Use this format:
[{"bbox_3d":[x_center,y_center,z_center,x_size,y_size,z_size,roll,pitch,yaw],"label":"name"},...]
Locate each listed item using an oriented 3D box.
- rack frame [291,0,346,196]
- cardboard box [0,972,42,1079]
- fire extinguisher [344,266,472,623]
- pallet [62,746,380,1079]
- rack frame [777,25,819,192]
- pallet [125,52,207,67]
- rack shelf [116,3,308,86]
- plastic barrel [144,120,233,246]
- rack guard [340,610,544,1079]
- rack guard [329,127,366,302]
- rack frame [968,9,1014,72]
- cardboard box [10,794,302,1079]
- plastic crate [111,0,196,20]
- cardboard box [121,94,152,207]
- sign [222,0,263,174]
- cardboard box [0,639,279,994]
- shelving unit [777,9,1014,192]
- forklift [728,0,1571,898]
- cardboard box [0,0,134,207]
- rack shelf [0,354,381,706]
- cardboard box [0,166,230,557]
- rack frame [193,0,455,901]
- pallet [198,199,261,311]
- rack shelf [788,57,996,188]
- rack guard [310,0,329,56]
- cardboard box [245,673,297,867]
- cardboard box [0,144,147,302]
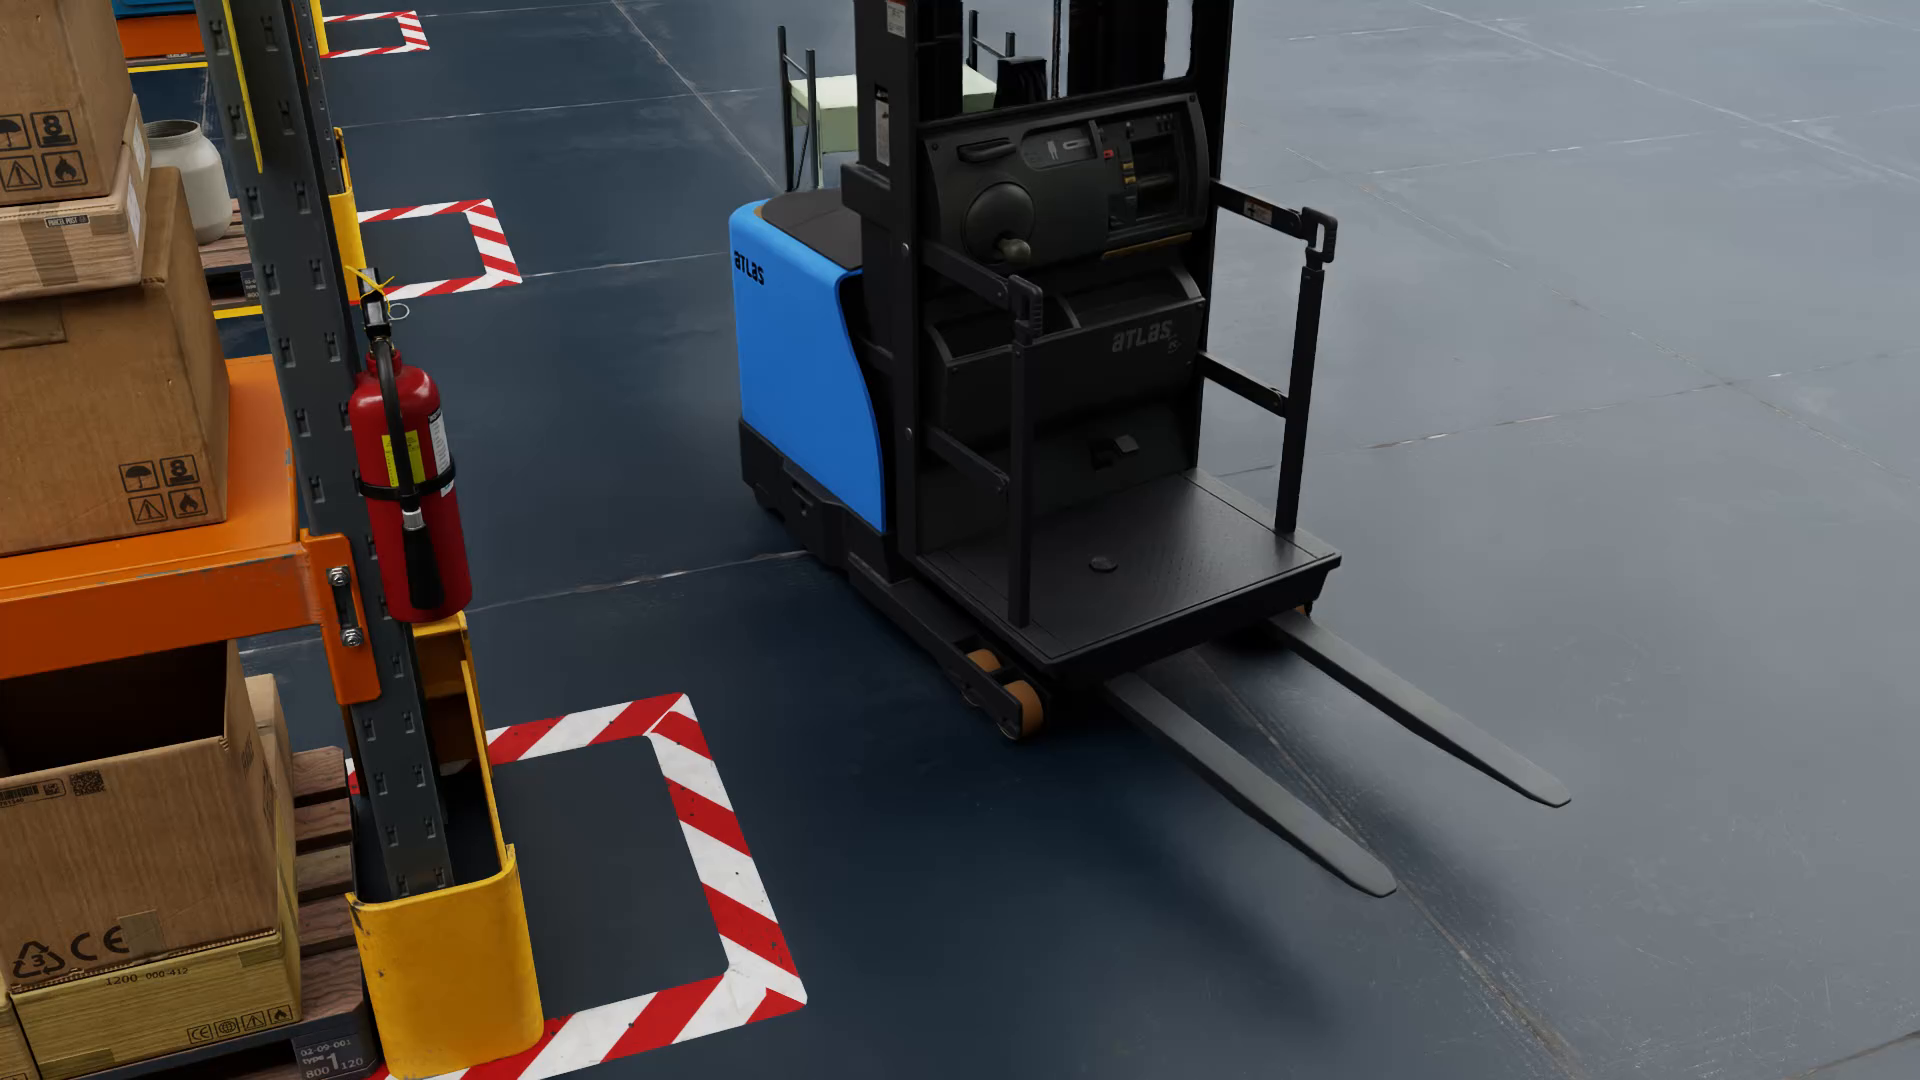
[{"bbox_3d":[-3.040,-2.698,7.456,0.127,3.000,1.000,-10,31,-18],"label":"rack frame"},{"bbox_3d":[-2.180,0.934,3.433,0.500,0.250,0.500,-10,31,-18],"label":"cardboard box"},{"bbox_3d":[-1.043,-0.171,3.098,0.183,0.674,0.296,-10,31,-18],"label":"fire extinguisher"},{"bbox_3d":[-2.018,0.963,3.846,1.213,0.211,1.003,-10,31,-18],"label":"pallet"},{"bbox_3d":[-0.574,-1.099,6.165,0.023,1.500,0.400,-11,31,-18],"label":"rack frame"},{"bbox_3d":[-5.612,-3.648,11.939,1.213,0.211,1.003,-10,31,-18],"label":"pallet"},{"bbox_3d":[-4.914,-2.040,7.028,4.000,0.370,1.077,-10,31,-18],"label":"rack shelf"},{"bbox_3d":[-3.630,-1.651,7.706,0.421,0.512,0.421,0,30,0],"label":"plastic barrel"},{"bbox_3d":[-1.293,0.682,4.047,0.348,0.500,1.175,-10,31,-18],"label":"rack guard"},{"bbox_3d":[-3.094,-1.577,8.013,0.348,0.500,1.175,-10,31,-18],"label":"rack guard"},{"bbox_3d":[0.111,-1.228,6.390,0.023,1.500,0.400,-11,31,-18],"label":"rack frame"},{"bbox_3d":[-1.715,0.842,3.595,0.500,0.250,0.500,-10,31,-18],"label":"cardboard box"},{"bbox_3d":[-3.404,-2.408,7.097,0.616,0.251,0.499,-10,31,-18],"label":"plastic crate"},{"bbox_3d":[-1.759,-0.757,3.292,0.250,0.149,0.380,-11,31,-18],"label":"cardboard box"},{"bbox_3d":[-1.140,-0.751,2.630,0.005,0.325,0.100,-10,31,-18],"label":"sign"},{"bbox_3d":[-1.715,0.518,3.407,0.500,0.500,0.500,-10,31,-18],"label":"cardboard box"},{"bbox_3d":[-0.232,-1.164,6.278,0.755,1.500,0.431,-11,31,-18],"label":"shelving unit"},{"bbox_3d":[0.433,-0.972,4.495,1.130,2.935,3.031,-18,34,-28],"label":"forklift"},{"bbox_3d":[-1.807,-0.923,2.928,0.500,0.500,0.700,-10,31,-17],"label":"cardboard box"},{"bbox_3d":[-3.190,0.258,2.993,4.000,0.370,1.077,-10,31,-18],"label":"rack shelf"},{"bbox_3d":[-1.758,-0.368,3.265,0.500,0.500,0.700,-10,31,-18],"label":"cardboard box"},{"bbox_3d":[-1.316,-0.400,3.421,0.127,3.000,1.000,-10,31,-18],"label":"rack frame"},{"bbox_3d":[-3.858,-1.314,7.843,1.213,0.211,1.003,-10,31,-18],"label":"pallet"},{"bbox_3d":[-0.232,-1.503,6.084,0.720,0.370,0.431,-11,31,-18],"label":"rack shelf"},{"bbox_3d":[-4.838,-3.897,12.085,0.348,0.500,1.175,-10,31,-18],"label":"rack guard"},{"bbox_3d":[-1.896,0.602,4.016,0.500,0.250,0.500,-10,31,-18],"label":"cardboard box"},{"bbox_3d":[-1.607,-0.570,2.965,0.250,0.149,0.380,-11,31,-18],"label":"cardboard box"}]
